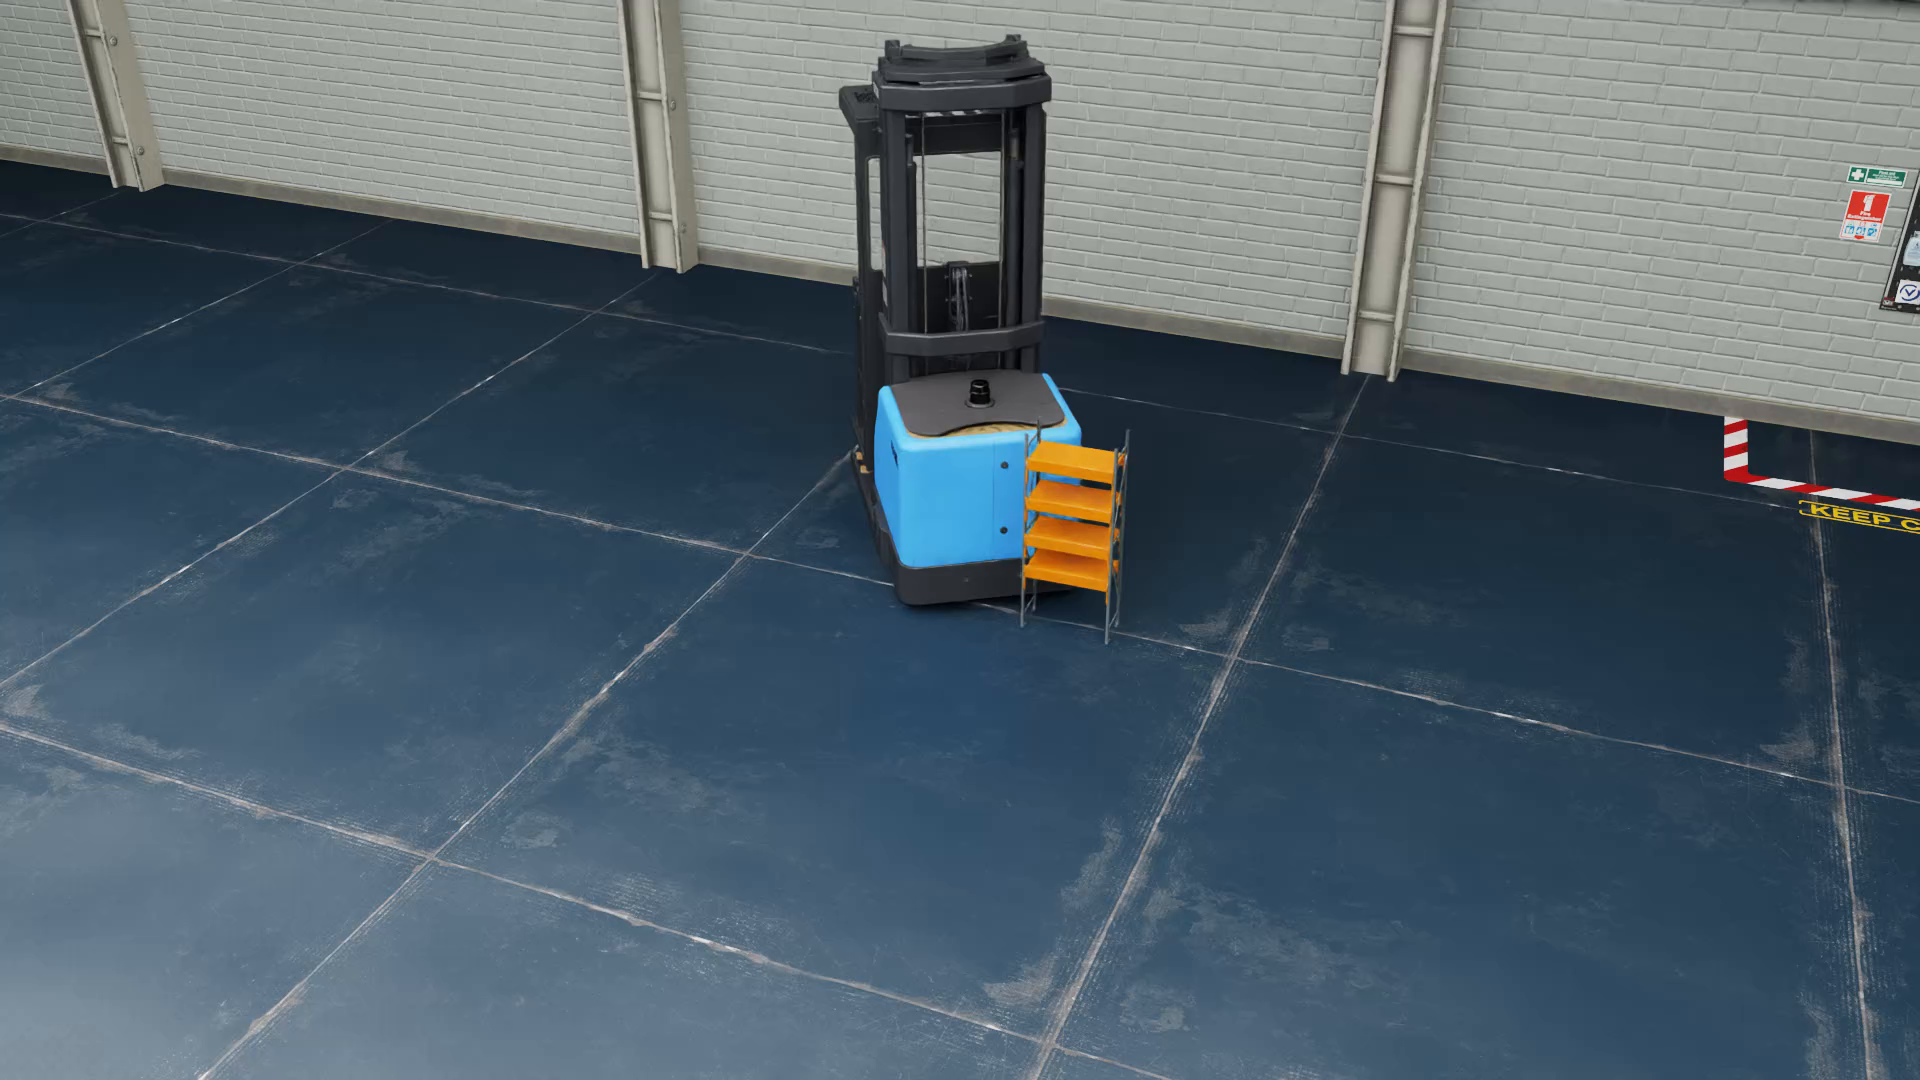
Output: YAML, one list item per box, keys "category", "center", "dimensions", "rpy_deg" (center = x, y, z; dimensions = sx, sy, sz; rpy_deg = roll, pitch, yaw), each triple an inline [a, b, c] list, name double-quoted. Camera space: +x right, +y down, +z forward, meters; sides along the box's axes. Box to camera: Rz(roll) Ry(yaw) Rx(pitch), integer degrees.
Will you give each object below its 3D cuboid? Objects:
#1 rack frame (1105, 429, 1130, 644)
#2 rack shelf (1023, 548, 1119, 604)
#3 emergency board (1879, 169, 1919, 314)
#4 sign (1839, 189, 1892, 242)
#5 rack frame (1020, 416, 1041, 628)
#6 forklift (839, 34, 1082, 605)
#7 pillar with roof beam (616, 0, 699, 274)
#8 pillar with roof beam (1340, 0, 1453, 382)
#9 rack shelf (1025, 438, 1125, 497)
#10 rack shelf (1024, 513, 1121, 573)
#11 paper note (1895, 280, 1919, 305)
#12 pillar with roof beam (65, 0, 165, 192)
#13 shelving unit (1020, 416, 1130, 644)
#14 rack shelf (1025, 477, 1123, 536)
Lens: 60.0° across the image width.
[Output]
- category: "rack frame"
  center: [0.844, -0.004, 8.948]
  dimensions: [0.015, 1.200, 0.240]
  rpy_deg: [10, 31, 18]
- category: "rack shelf"
  center: [0.615, 0.186, 9.152]
  dimensions: [0.480, 0.148, 0.258]
  rpy_deg: [10, 31, 18]
- category: "emergency board"
  center: [6.349, -1.949, 10.561]
  dimensions: [0.626, 1.169, 0.157]
  rpy_deg: [11, 31, 19]
- category: "sign"
  center: [5.876, -2.104, 10.799]
  dimensions: [0.234, 0.329, 0.001]
  rpy_deg: [11, 31, 19]
- category: "rack frame"
  center: [0.386, -0.087, 9.095]
  dimensions: [0.015, 1.200, 0.240]
  rpy_deg: [10, 31, 18]
- category: "forklift"
  center: [-0.102, -1.617, 10.044]
  dimensions: [1.130, 2.935, 3.031]
  rpy_deg: [-5, 30, -10]
- category: "pillar with roof beam"
  center: [-4.113, -4.333, 8.682]
  dimensions: [0.400, 9.000, 9.100]
  rpy_deg: [11, 31, 19]
- category: "pillar with roof beam"
  center: [1.447, -3.223, 6.718]
  dimensions: [0.400, 9.000, 9.100]
  rpy_deg: [11, 31, 19]
- category: "rack shelf"
  center: [0.615, -0.387, 8.828]
  dimensions: [0.480, 0.148, 0.258]
  rpy_deg: [10, 31, 18]
- category: "rack shelf"
  center: [0.615, 0.014, 9.055]
  dimensions: [0.480, 0.148, 0.258]
  rpy_deg: [10, 31, 18]
- category: "paper note"
  center: [6.212, -1.620, 10.874]
  dimensions: [0.142, 0.148, 0.016]
  rpy_deg: [11, 31, 19]
- category: "pillar with roof beam"
  center: [-9.672, -5.443, 10.646]
  dimensions: [0.400, 9.000, 9.100]
  rpy_deg: [11, 31, 19]
- category: "shelving unit"
  center: [0.615, -0.045, 9.022]
  dimensions: [0.503, 1.200, 0.258]
  rpy_deg: [10, 31, 18]
- category: "rack shelf"
  center: [0.615, -0.181, 8.945]
  dimensions: [0.480, 0.148, 0.258]
  rpy_deg: [10, 31, 18]
